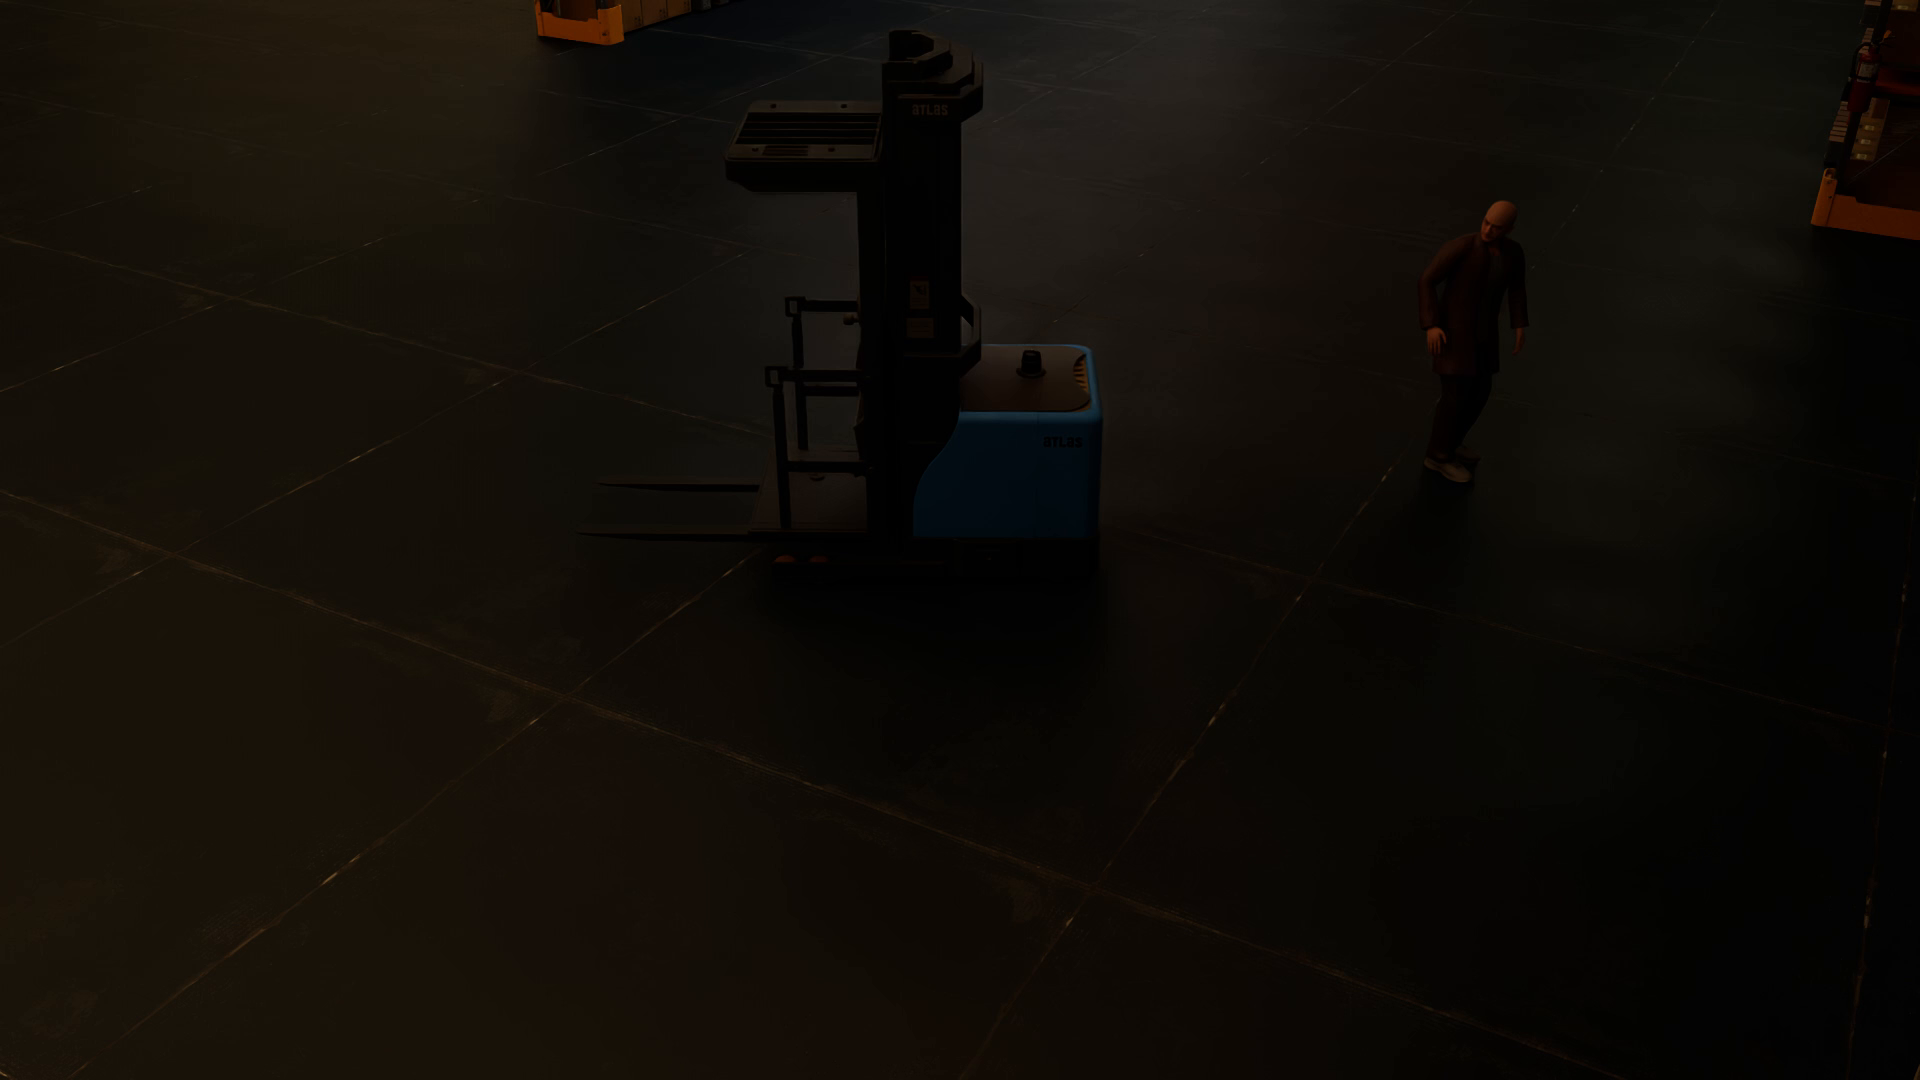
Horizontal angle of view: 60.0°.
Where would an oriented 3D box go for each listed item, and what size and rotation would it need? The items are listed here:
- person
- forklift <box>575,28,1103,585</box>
[{"bbox_3d":[3.257,-1.260,10.432,0.799,1.759,0.558,-15,33,-24],"label":"person"},{"bbox_3d":[-0.710,-1.276,9.281,3.031,2.935,1.130,0,30,1],"label":"forklift"}]
